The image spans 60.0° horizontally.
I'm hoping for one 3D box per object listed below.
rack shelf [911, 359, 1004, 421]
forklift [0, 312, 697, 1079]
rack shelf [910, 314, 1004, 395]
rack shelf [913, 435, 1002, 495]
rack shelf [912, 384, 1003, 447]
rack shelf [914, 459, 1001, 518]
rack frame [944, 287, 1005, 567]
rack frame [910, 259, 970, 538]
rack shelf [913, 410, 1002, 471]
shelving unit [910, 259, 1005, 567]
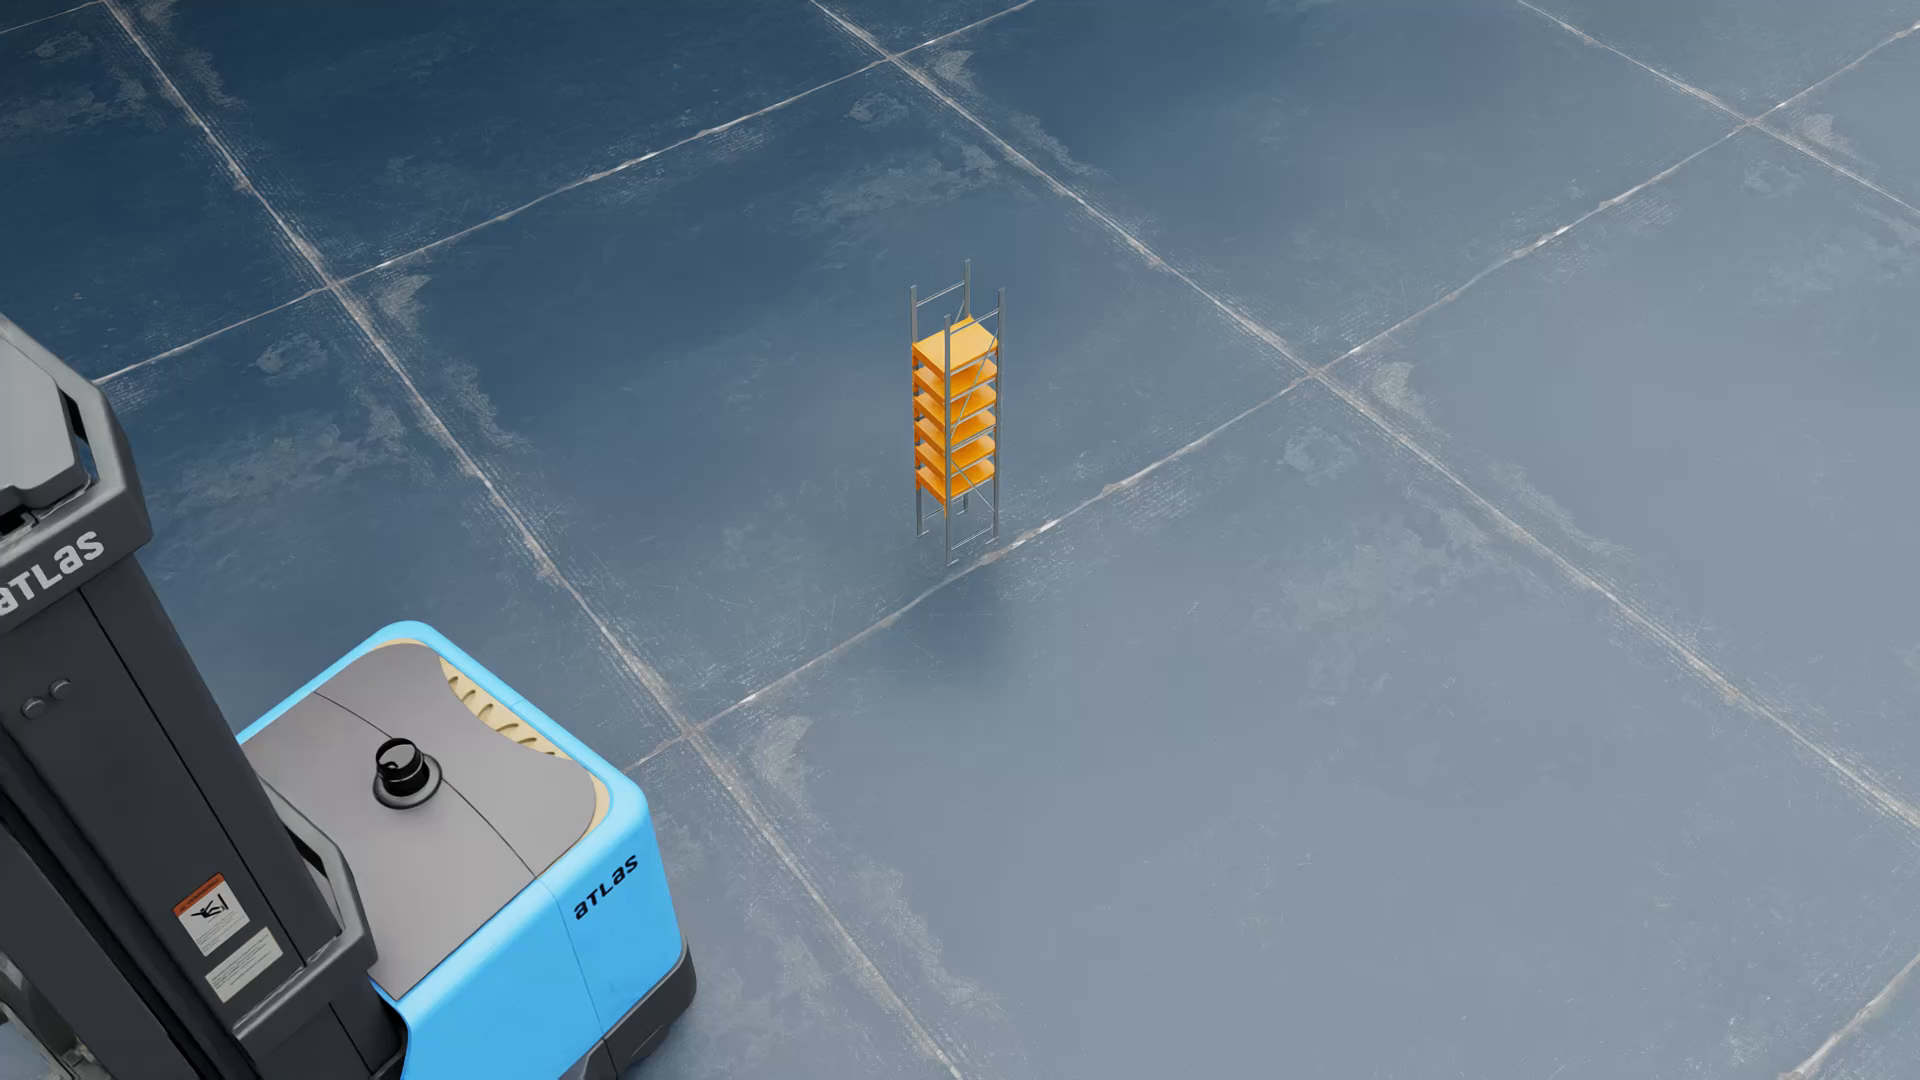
[{"bbox_3d":[-0.009,-0.543,5.668,0.258,0.103,0.180,-29,54,-24],"label":"rack shelf"},{"bbox_3d":[-2.104,1.007,3.359,1.130,2.935,3.031,31,55,25],"label":"forklift"},{"bbox_3d":[-0.009,-0.623,5.579,0.258,0.103,0.180,-29,54,-24],"label":"rack shelf"},{"bbox_3d":[-0.009,-0.301,5.935,0.258,0.103,0.180,-29,54,-24],"label":"rack shelf"},{"bbox_3d":[-0.009,-0.462,5.757,0.258,0.103,0.180,-29,54,-24],"label":"rack shelf"},{"bbox_3d":[-0.009,-0.220,6.024,0.258,0.103,0.180,-29,54,-24],"label":"rack shelf"},{"bbox_3d":[0.047,-0.358,5.764,0.240,1.200,0.006,-29,54,-24],"label":"rack frame"},{"bbox_3d":[-0.064,-0.465,5.862,0.240,1.200,0.006,-29,54,-24],"label":"rack frame"},{"bbox_3d":[-0.009,-0.382,5.846,0.258,0.103,0.180,-29,54,-24],"label":"rack shelf"},{"bbox_3d":[-0.009,-0.412,5.813,0.258,1.200,0.189,-29,54,-24],"label":"shelving unit"}]
